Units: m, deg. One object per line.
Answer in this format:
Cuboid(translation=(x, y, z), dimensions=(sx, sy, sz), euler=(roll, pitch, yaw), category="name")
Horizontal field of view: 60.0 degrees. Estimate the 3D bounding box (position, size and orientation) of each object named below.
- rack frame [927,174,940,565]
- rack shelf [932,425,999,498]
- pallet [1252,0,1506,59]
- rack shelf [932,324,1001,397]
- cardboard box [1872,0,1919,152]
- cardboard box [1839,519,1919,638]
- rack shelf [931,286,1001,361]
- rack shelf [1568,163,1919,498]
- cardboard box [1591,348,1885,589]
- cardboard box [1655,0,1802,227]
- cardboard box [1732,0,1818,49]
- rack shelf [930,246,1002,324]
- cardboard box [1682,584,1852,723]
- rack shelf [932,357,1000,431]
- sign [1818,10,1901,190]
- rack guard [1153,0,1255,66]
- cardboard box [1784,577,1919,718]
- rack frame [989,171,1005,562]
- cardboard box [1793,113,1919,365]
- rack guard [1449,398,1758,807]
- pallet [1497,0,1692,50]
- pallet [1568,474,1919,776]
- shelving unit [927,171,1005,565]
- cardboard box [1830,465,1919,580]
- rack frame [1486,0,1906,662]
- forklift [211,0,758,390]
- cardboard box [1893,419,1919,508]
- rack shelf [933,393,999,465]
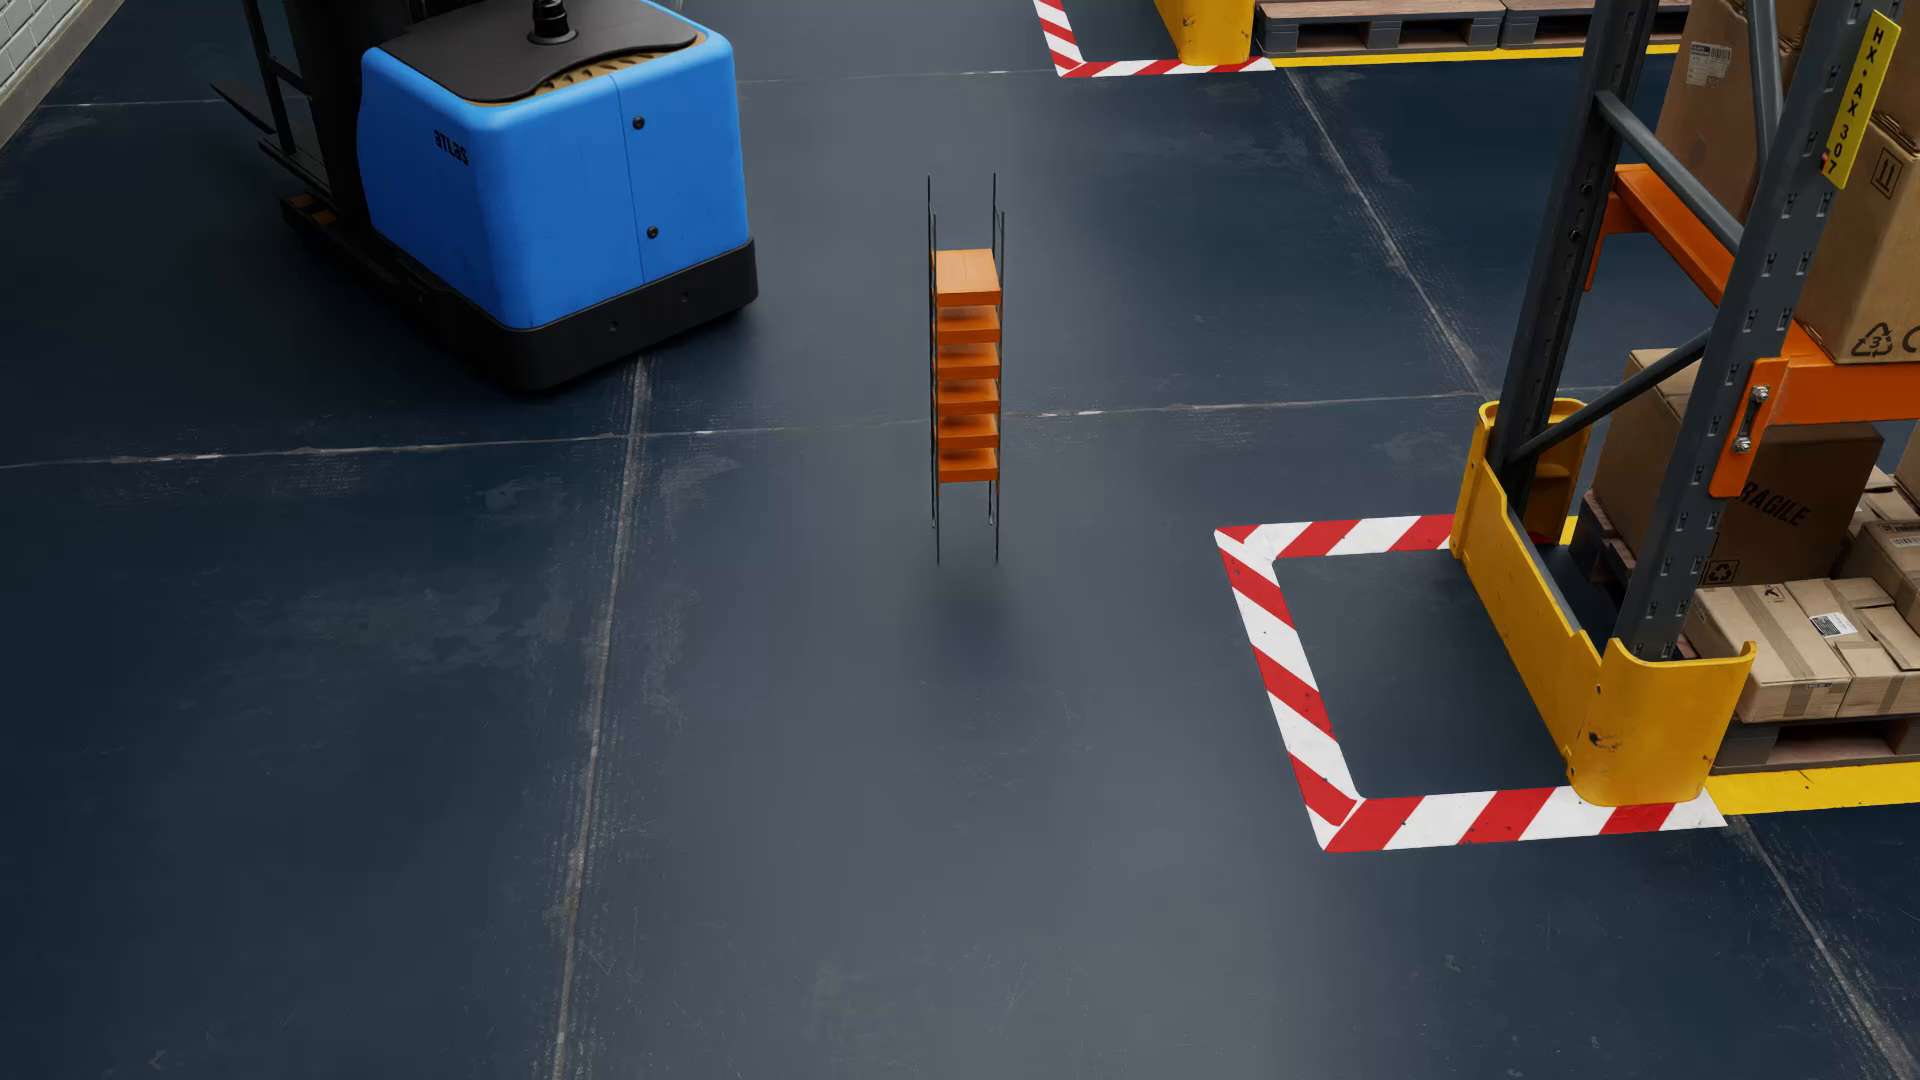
Cuboid(translation=(-0.077, -0.467, 4.873), dimensions=(0.006, 1.200, 0.240), euler=(-3, 38, -4), category="rack frame")
Cuboid(translation=(0.014, -0.249, 5.056), dimensions=(0.180, 0.103, 0.258), euler=(-3, 38, -4), category="rack shelf")
Cuboid(translation=(2.068, -2.822, 8.657), dimensions=(1.213, 0.211, 1.003), euler=(-3, 38, -4), category="pallet")
Cuboid(translation=(0.014, -0.531, 4.833), dimensions=(0.180, 0.103, 0.258), euler=(-3, 38, -4), category="rack shelf")
Cuboid(translation=(2.144, -1.133, 3.376), dimensions=(0.500, 0.500, 0.500), euler=(-2, 38, -3), category="cardboard box")
Cuboid(translation=(2.743, 0.185, 4.459), dimensions=(0.500, 0.250, 0.500), euler=(-3, 38, -4), category="cardboard box")
Cuboid(translation=(0.014, -0.625, 4.758), dimensions=(0.180, 0.103, 0.258), euler=(-3, 38, -4), category="rack shelf")
Cuboid(translation=(3.670, -0.667, 4.254), dimensions=(4.000, 0.370, 1.077), euler=(-3, 38, -4), category="rack shelf")
Cuboid(translation=(2.198, -0.213, 4.761), dimensions=(0.500, 0.500, 0.500), euler=(-3, 38, -4), category="cardboard box")
Cuboid(translation=(2.100, -1.071, 4.105), dimensions=(0.500, 0.500, 0.500), euler=(-2, 38, -3), category="cardboard box")
Cuboid(translation=(2.097, -1.465, 3.798), dimensions=(0.500, 0.500, 0.500), euler=(-3, 38, -4), category="cardboard box")
Cuboid(translation=(0.014, -0.720, 4.684), dimensions=(0.180, 0.103, 0.258), euler=(-3, 38, -4), category="rack shelf")
Cuboid(translation=(2.126, 0.296, 4.400), dimensions=(0.250, 0.149, 0.380), euler=(-3, 38, -4), category="cardboard box")
Cuboid(translation=(0.014, -0.437, 4.907), dimensions=(0.180, 0.103, 0.258), euler=(-3, 38, -4), category="rack shelf")
Cuboid(translation=(1.727, -0.845, 3.200), dimensions=(0.005, 0.325, 0.100), euler=(-3, 38, -4), category="sign")
Cuboid(translation=(1.221, -2.905, 8.528), dimensions=(0.348, 0.500, 1.175), euler=(-3, 38, -4), category="rack guard")
Cuboid(translation=(2.375, 0.275, 4.411), dimensions=(0.250, 0.166, 0.380), euler=(-3, 38, -4), category="cardboard box")
Cuboid(translation=(0.106, -0.477, 4.886), dimensions=(0.006, 1.200, 0.240), euler=(-3, 38, -4), category="rack frame")
Cuboid(translation=(2.144, -0.740, 3.686), dimensions=(0.500, 0.500, 0.500), euler=(-2, 38, -3), category="cardboard box")
Cuboid(translation=(1.754, 0.138, 4.672), dimensions=(0.348, 0.500, 1.175), euler=(-3, 38, -4), category="rack guard")
Cuboid(translation=(3.281, -2.887, 8.739), dimensions=(1.213, 0.211, 1.003), euler=(-3, 38, -4), category="pallet")
Cuboid(translation=(2.548, 0.207, 4.818), dimensions=(1.213, 0.211, 1.003), euler=(-3, 38, -4), category="pallet")
Cuboid(translation=(0.014, -0.472, 4.879), dimensions=(0.189, 1.200, 0.258), euler=(-3, 38, -4), category="shelving unit")
Cuboid(translation=(2.609, -0.048, 4.822), dimensions=(0.250, 0.166, 0.380), euler=(-3, 38, -4), category="cardboard box")
Cuboid(translation=(1.678, -0.839, 3.892), dimensions=(0.127, 3.000, 1.000), euler=(-3, 38, -4), category="rack frame")
Cuboid(translation=(-2.128, -2.500, 6.053), dimensions=(1.130, 2.935, 3.031), euler=(-29, 47, -32), category="forklift")
Cuboid(translation=(3.147, -0.148, 4.881), dimensions=(0.500, 0.250, 0.500), euler=(-3, 38, -4), category="cardboard box")
Cuboid(translation=(0.014, -0.343, 4.981), dimensions=(0.180, 0.103, 0.258), euler=(-3, 38, -4), category="rack shelf")
